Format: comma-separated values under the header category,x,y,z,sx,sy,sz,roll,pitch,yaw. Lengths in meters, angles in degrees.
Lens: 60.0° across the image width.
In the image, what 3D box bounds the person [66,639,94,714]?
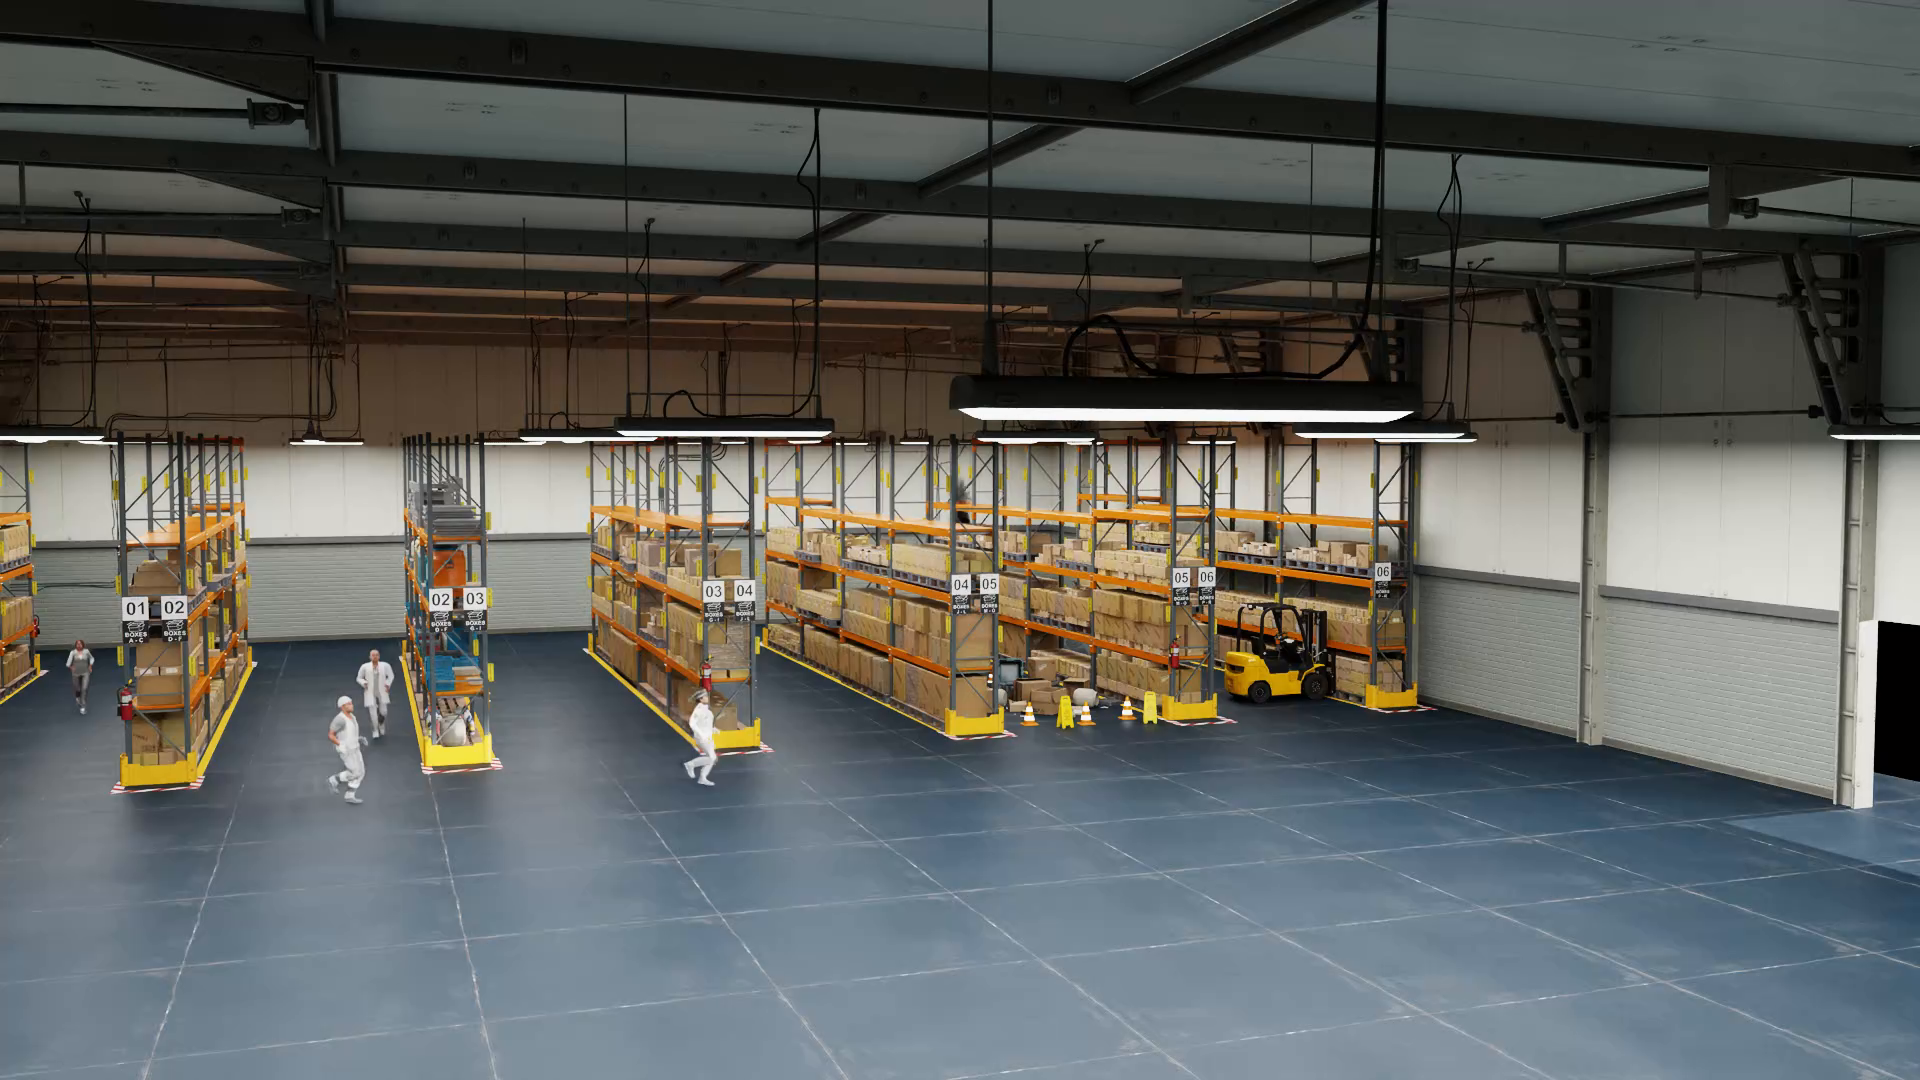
category,x,y,z,sx,sy,sz,roll,pitch,yaw
person,-19.069,2.941,36.062,0.538,1.596,0.812,-2,4,-31

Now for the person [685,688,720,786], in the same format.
category,x,y,z,sx,sy,sz,roll,pitch,yaw
person,-4.374,3.340,28.226,0.554,1.660,0.616,0,3,6

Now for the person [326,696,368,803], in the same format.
category,x,y,z,sx,sy,sz,roll,pitch,yaw
person,-9.887,3.375,26.790,0.591,1.732,0.673,0,3,6

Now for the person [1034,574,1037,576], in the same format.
category,x,y,z,sx,sy,sz,roll,pitch,yaw
person,2.113,1.922,47.722,0.657,1.899,0.742,-2,4,-30

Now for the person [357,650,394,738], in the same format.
category,x,y,z,sx,sy,sz,roll,pitch,yaw
person,-11.507,3.034,32.770,0.703,1.728,0.654,-1,3,-23
